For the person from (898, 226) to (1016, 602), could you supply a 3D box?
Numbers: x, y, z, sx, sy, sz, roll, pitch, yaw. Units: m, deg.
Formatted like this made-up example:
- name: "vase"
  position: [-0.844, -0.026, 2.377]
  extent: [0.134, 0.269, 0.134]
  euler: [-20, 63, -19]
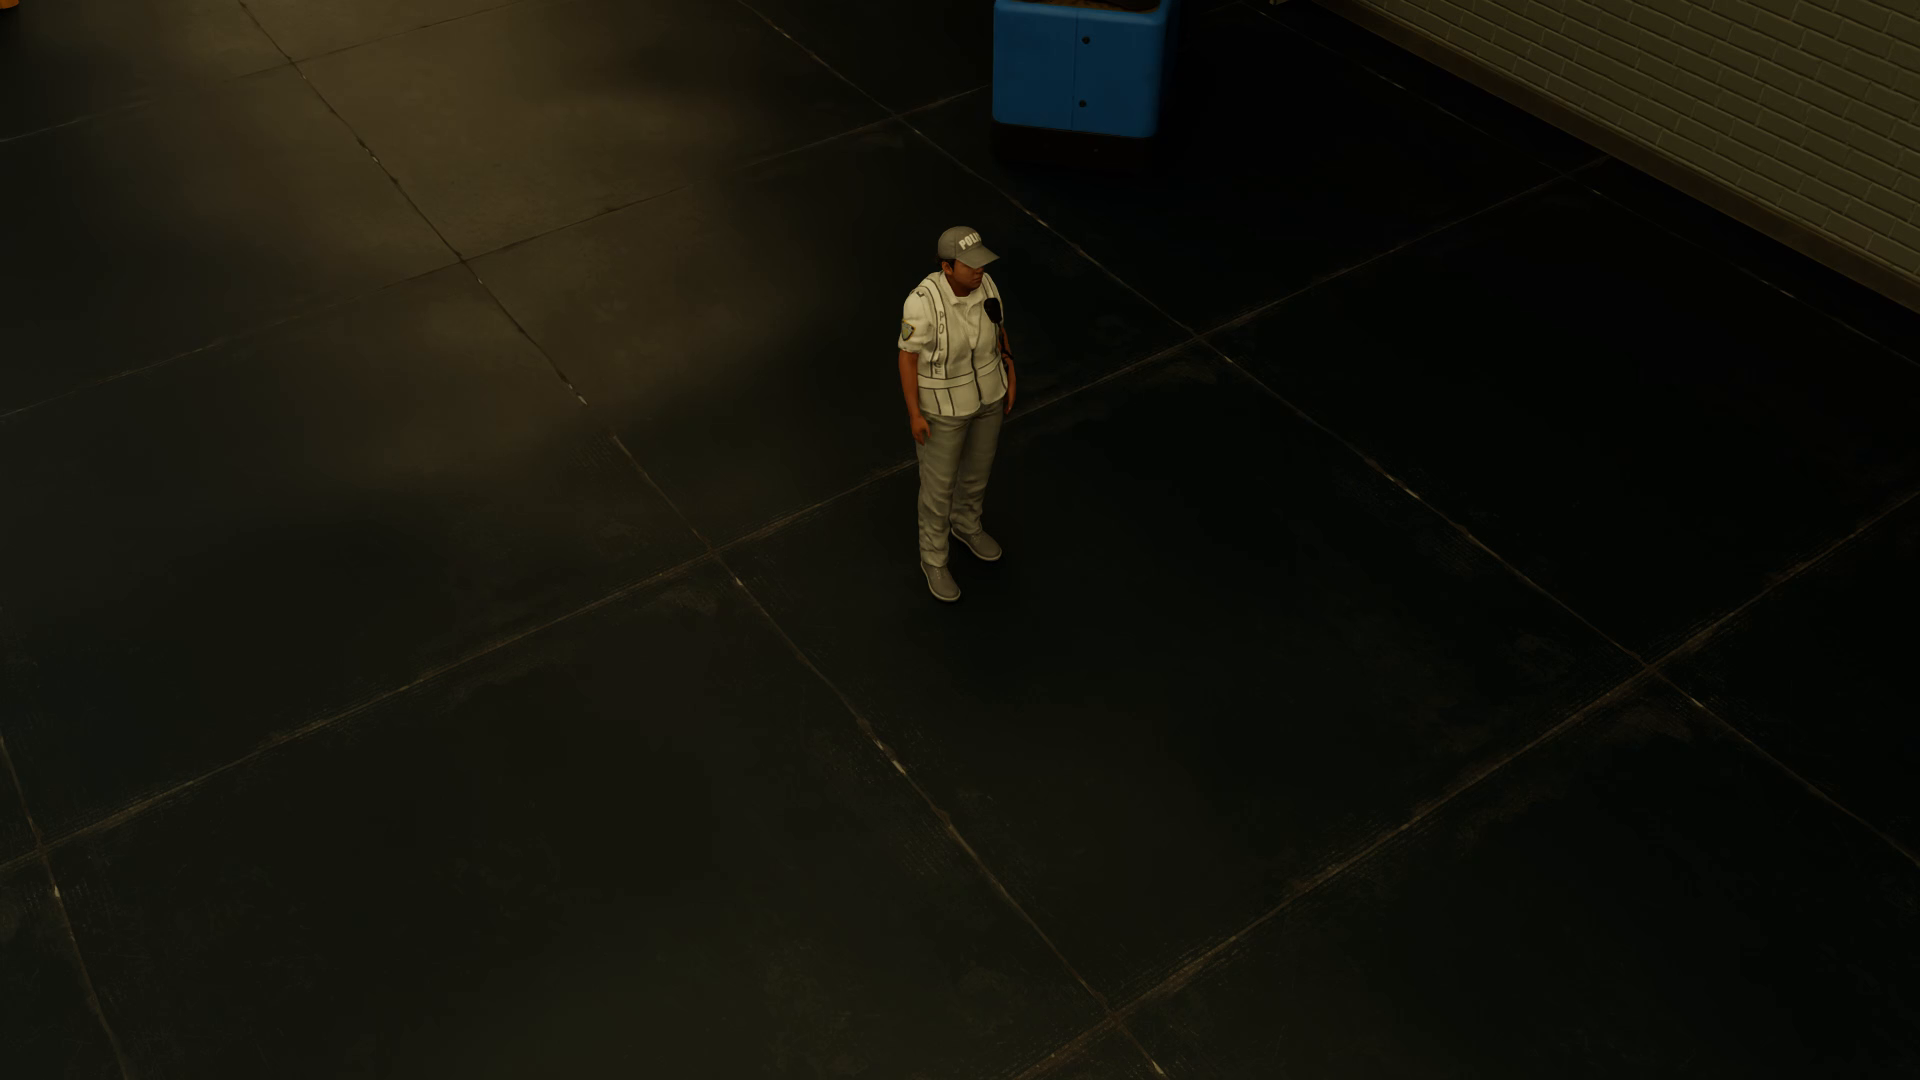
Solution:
- name: "person"
  position: [0.025, -0.567, 7.252]
  extent: [0.598, 1.670, 0.529]
  euler: [-25, 48, -25]

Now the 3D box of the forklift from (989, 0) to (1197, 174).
- name: "forklift"
  position: [1.002, -4.336, 10.421]
  extent: [1.130, 2.935, 3.031]
  euler: [8, 43, 9]
